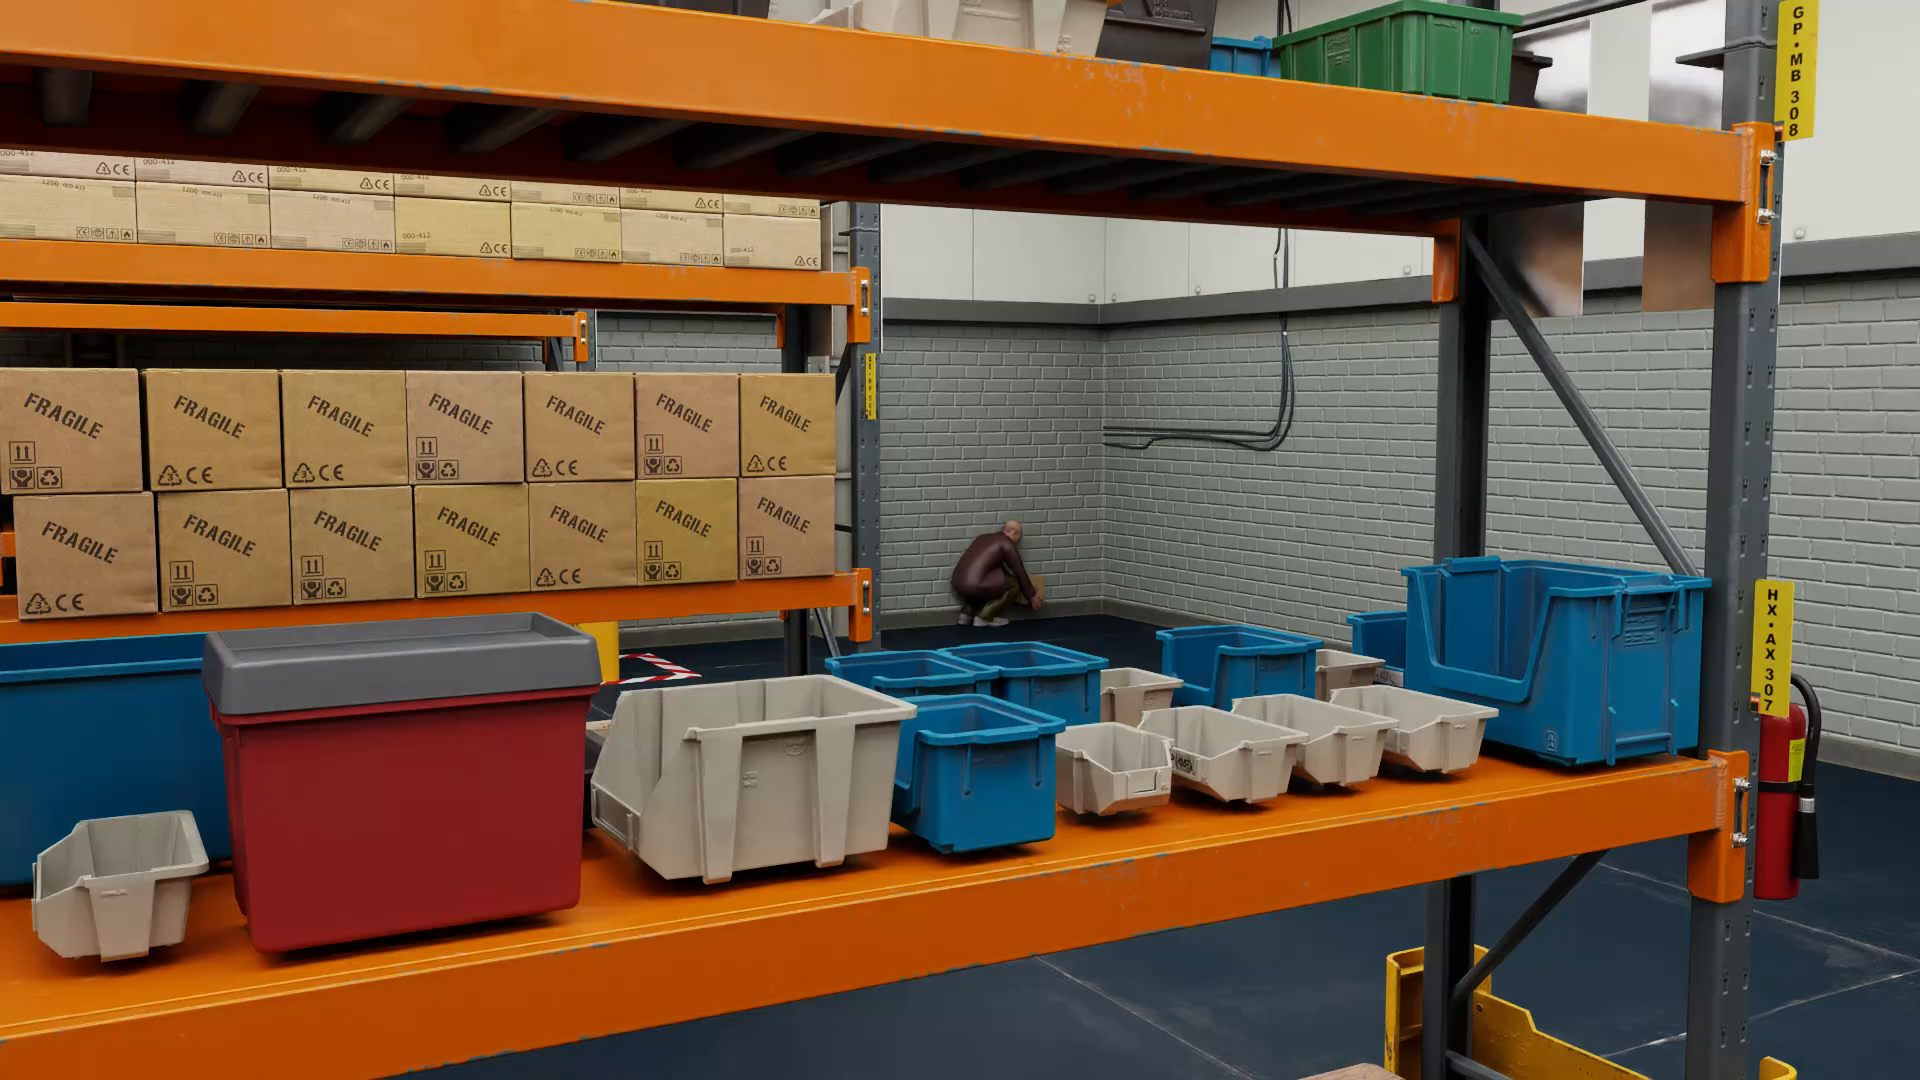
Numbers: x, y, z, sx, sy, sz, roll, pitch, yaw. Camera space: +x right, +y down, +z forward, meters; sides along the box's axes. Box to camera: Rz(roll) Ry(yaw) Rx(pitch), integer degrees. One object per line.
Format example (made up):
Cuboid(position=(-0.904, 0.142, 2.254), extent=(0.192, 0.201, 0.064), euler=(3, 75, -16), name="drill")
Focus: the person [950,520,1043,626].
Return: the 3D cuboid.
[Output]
Cuboid(position=(0.340, 0.322, 16.049), extent=(0.926, 0.996, 0.583), euler=(-3, 6, -30), name="person")
